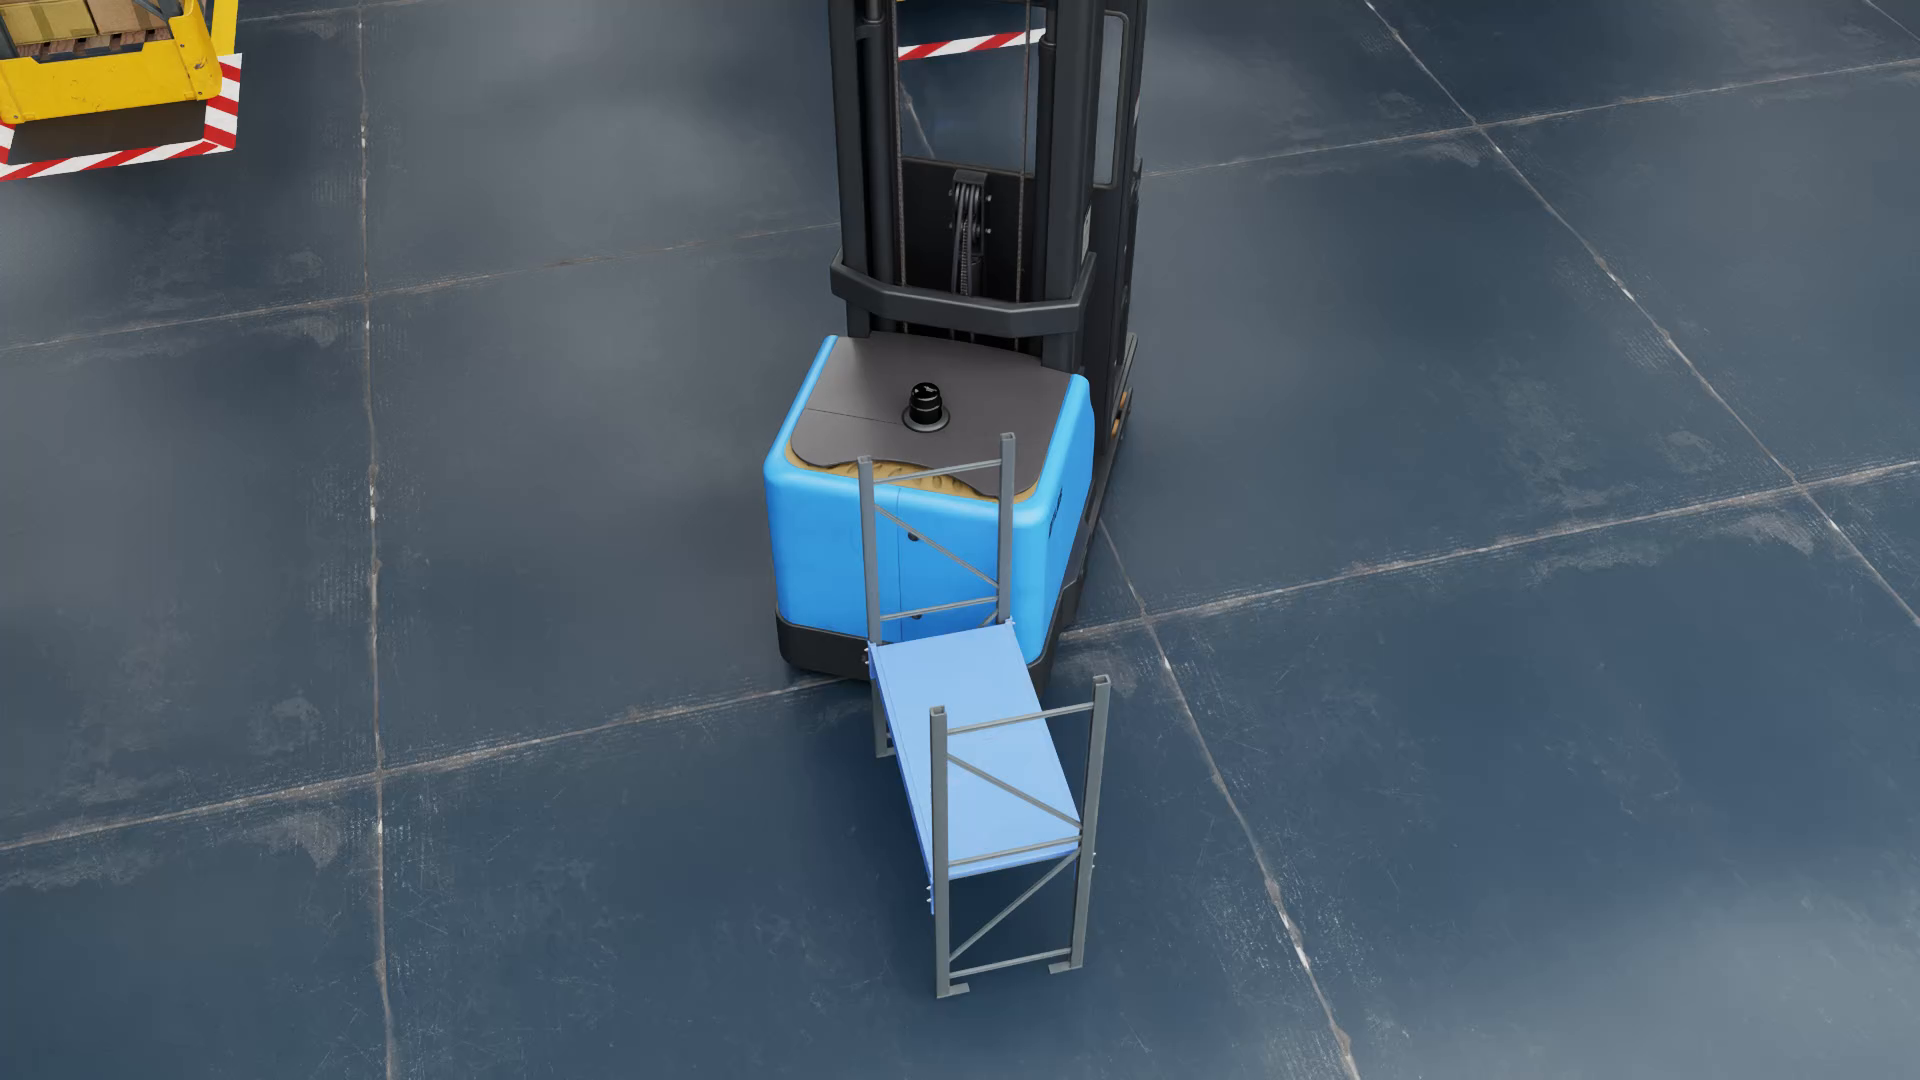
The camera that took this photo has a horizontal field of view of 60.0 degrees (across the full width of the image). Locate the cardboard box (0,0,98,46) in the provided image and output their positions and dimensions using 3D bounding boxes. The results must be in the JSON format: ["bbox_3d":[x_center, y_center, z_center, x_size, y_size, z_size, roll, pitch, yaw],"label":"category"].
[{"bbox_3d":[-5.253,-3.101,9.571,0.500,0.250,0.500,-11,47,-10],"label":"cardboard box"}]

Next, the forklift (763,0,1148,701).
[{"bbox_3d":[0.153,-1.459,6.378,1.130,2.935,3.031,10,46,10],"label":"forklift"}]

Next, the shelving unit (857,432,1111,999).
[{"bbox_3d":[0.046,0.590,5.372,0.538,1.500,1.048,-10,46,-9],"label":"shelving unit"}]

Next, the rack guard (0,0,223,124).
[{"bbox_3d":[-4.824,-2.709,9.305,1.175,0.500,0.348,-11,47,-10],"label":"rack guard"}]

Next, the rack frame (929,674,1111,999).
[{"bbox_3d":[0.164,0.943,5.026,0.500,1.500,0.032,-10,46,-9],"label":"rack frame"}]

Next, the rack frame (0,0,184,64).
[{"bbox_3d":[-4.830,-3.600,8.429,1.000,3.000,0.127,-11,47,-10],"label":"rack frame"}]

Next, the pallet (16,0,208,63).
[{"bbox_3d":[-5.066,-3.145,9.935,1.003,0.211,1.213,-11,47,-10],"label":"pallet"}]

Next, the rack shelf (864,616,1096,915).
[{"bbox_3d":[0.046,0.716,5.501,0.538,0.185,1.000,-10,46,-9],"label":"rack shelf"}]

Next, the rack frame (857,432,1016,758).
[{"bbox_3d":[-0.072,0.237,5.718,0.500,1.500,0.032,-10,46,-9],"label":"rack frame"}]

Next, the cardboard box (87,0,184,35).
[{"bbox_3d":[-4.752,-3.196,9.664,0.500,0.250,0.500,-11,47,-10],"label":"cardboard box"}]
